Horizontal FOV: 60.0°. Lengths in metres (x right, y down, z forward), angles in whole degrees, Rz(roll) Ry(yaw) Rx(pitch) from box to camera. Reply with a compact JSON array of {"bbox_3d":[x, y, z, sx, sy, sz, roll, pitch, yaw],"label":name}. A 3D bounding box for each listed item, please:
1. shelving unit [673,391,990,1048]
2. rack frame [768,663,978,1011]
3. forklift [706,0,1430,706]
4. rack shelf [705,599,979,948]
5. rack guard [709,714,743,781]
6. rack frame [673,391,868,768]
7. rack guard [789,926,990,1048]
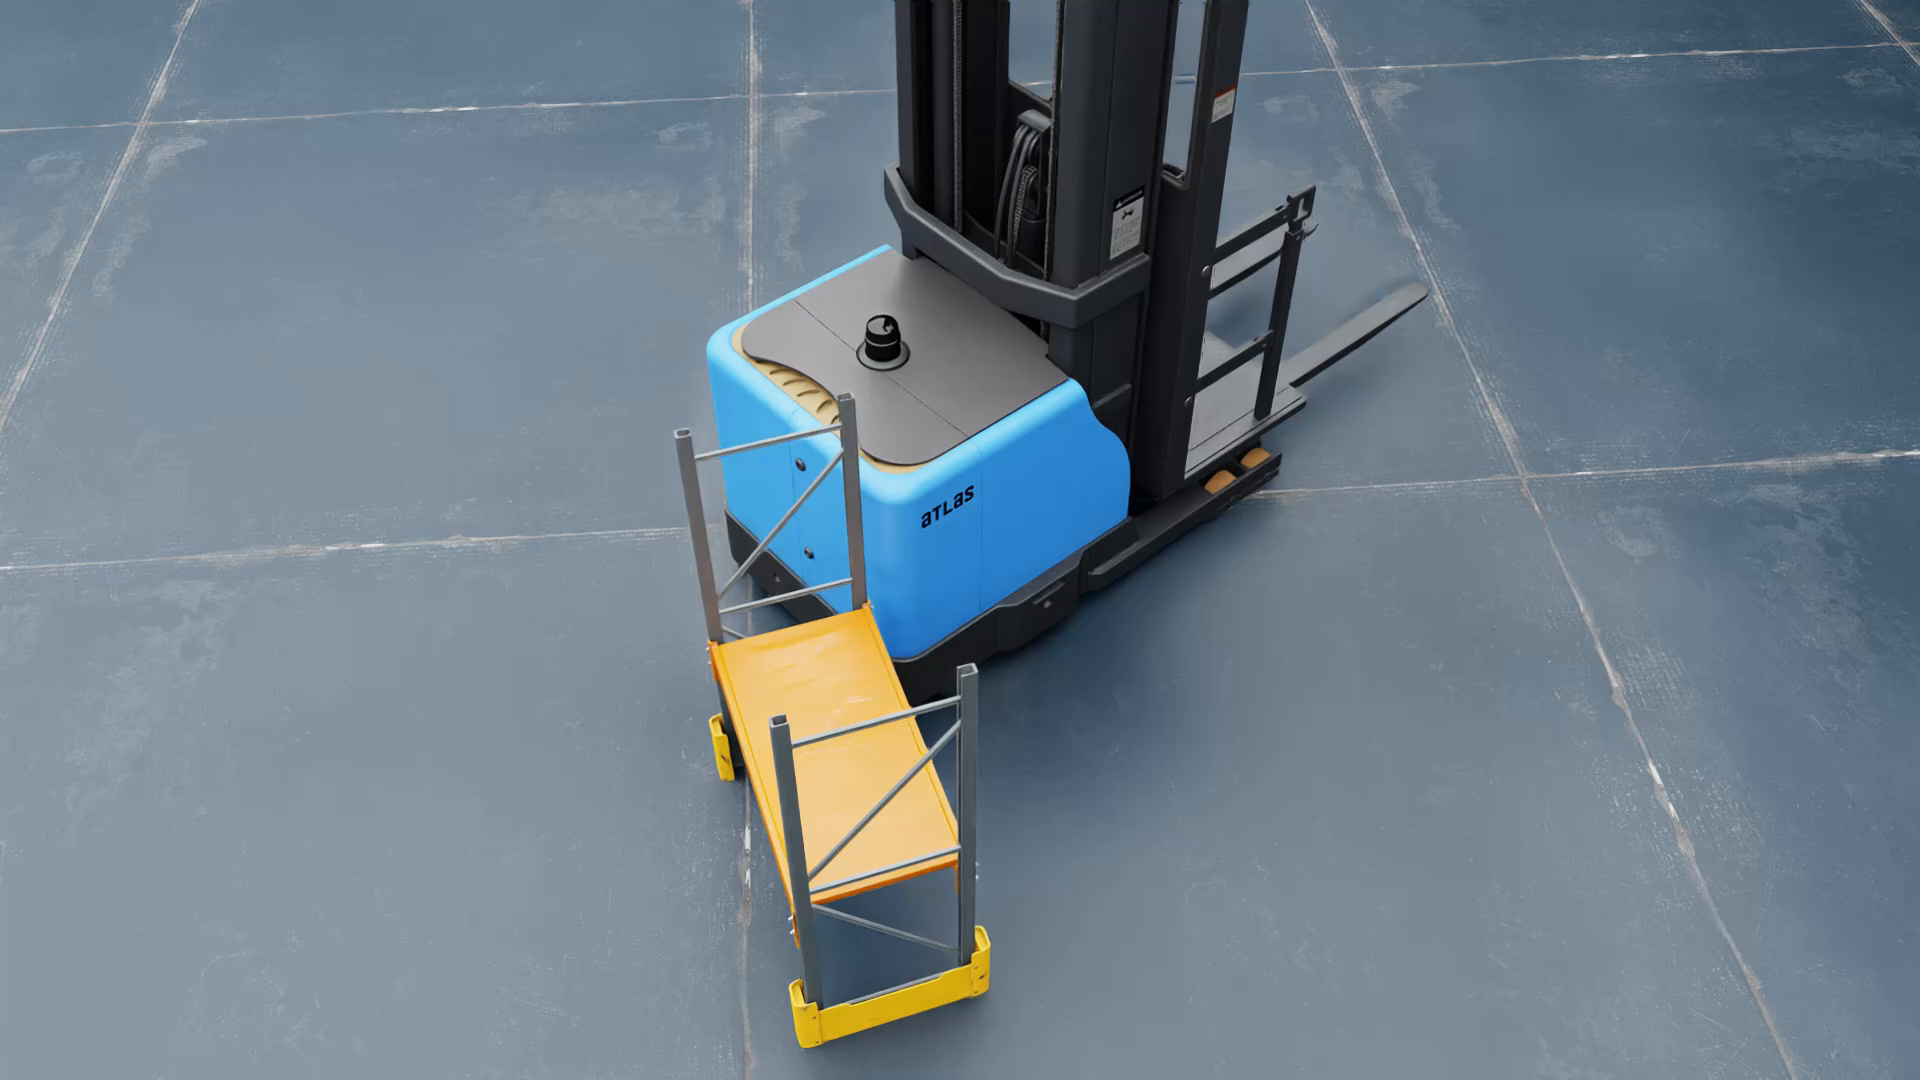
[{"bbox_3d":[-0.360,0.530,4.715,0.587,1.500,1.083,-14,48,-13],"label":"shelving unit"},{"bbox_3d":[-0.198,0.873,4.390,0.500,1.500,0.032,-14,48,-13],"label":"rack frame"},{"bbox_3d":[0.601,-1.369,5.528,3.031,2.935,1.130,-32,54,-27],"label":"forklift"},{"bbox_3d":[-0.363,0.648,4.851,0.538,0.185,1.000,-14,48,-13],"label":"rack shelf"},{"bbox_3d":[-0.522,0.618,5.492,0.587,0.250,0.087,-14,48,-13],"label":"rack guard"},{"bbox_3d":[-0.528,0.175,5.051,0.500,1.500,0.032,-14,48,-13],"label":"rack frame"},{"bbox_3d":[-0.199,1.302,4.845,0.587,0.250,0.087,-14,48,-13],"label":"rack guard"}]
